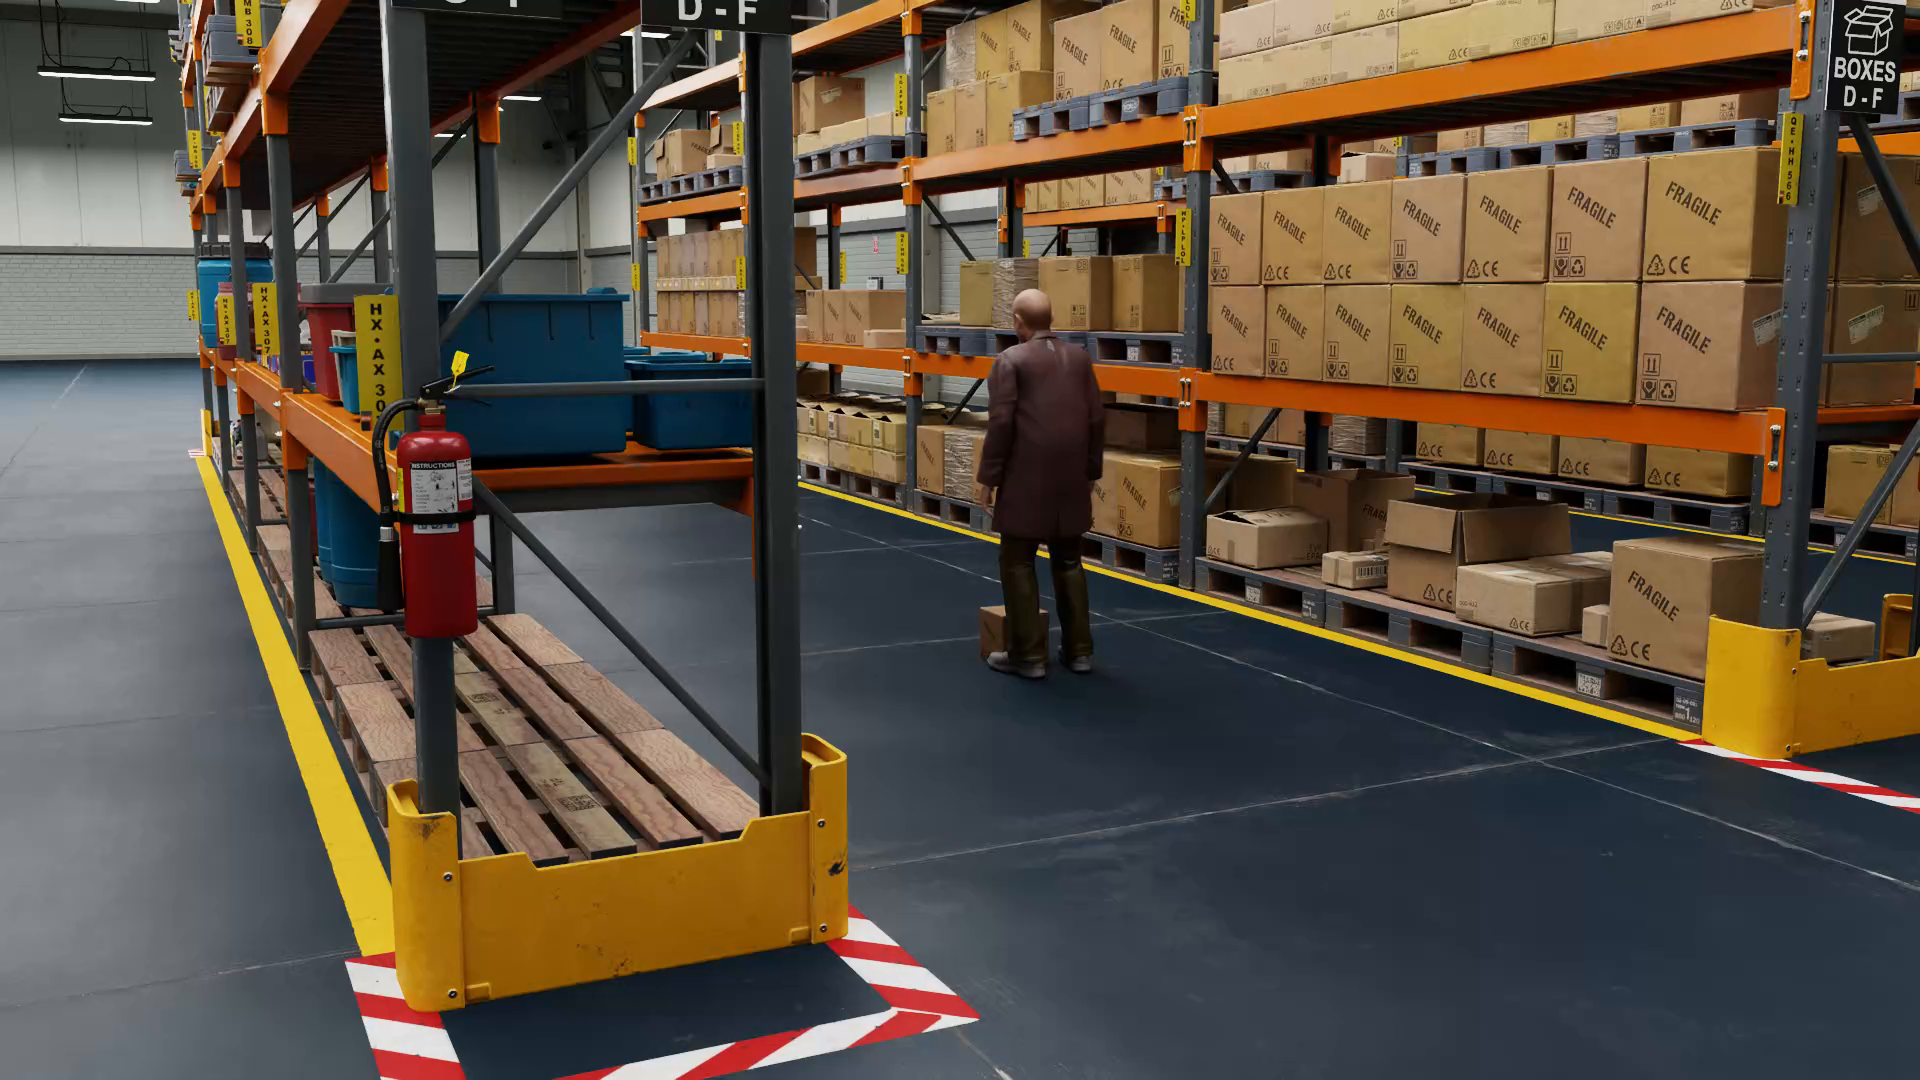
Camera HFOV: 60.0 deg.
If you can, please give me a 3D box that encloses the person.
[{"bbox_3d":[0.375,-0.264,7.686,0.652,1.774,0.417,-4,9,-27],"label":"person"}]
